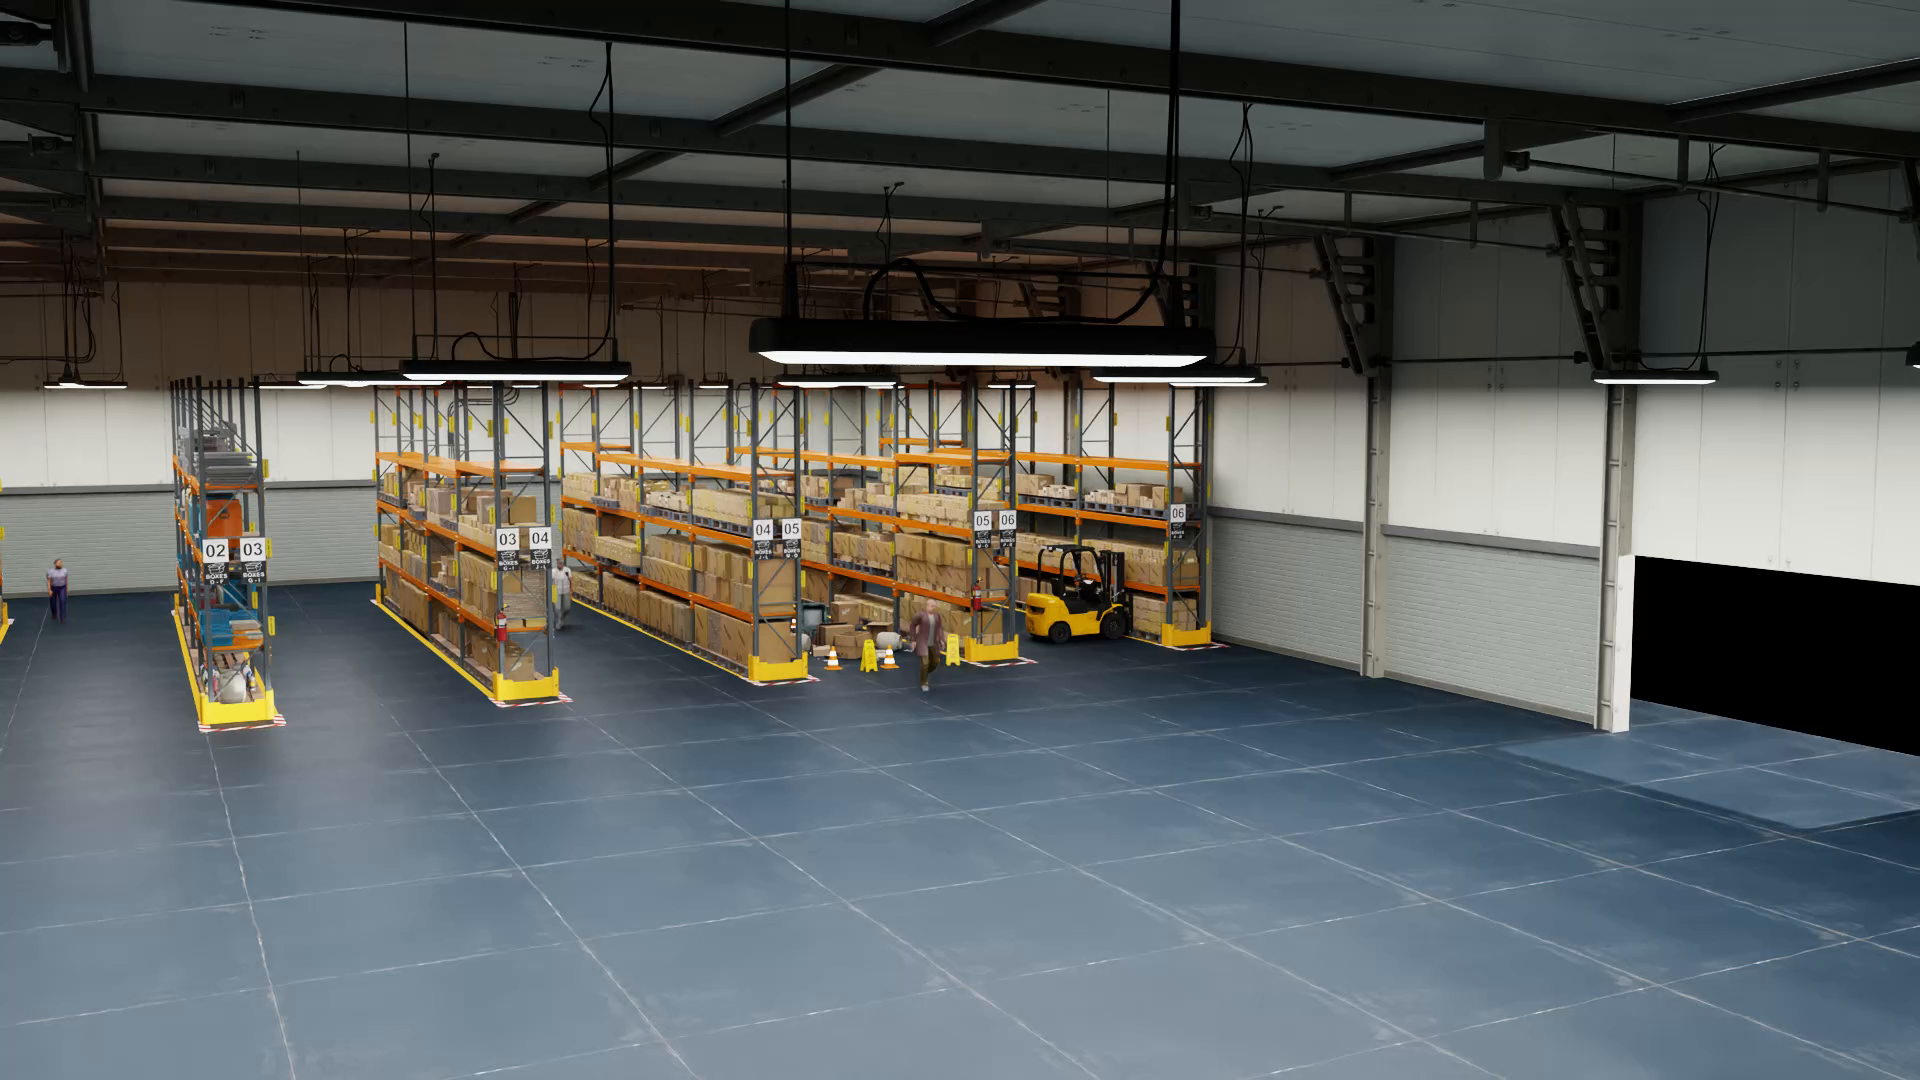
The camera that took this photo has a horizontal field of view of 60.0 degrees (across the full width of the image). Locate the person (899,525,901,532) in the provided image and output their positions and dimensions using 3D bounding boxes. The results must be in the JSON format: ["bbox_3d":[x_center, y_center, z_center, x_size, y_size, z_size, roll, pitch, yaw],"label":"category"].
[{"bbox_3d":[-1.788,0.376,47.221,0.581,1.719,0.487,-4,7,-39],"label":"person"}]

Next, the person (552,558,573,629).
[{"bbox_3d":[-9.735,1.271,40.423,0.636,1.739,0.624,-3,6,-29],"label":"person"}]

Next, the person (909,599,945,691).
[{"bbox_3d":[-0.690,2.002,32.108,0.646,1.765,0.716,-3,6,-34],"label":"person"}]

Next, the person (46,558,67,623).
[{"bbox_3d":[-22.412,1.241,41.274,0.446,1.587,1.043,-3,6,-27],"label":"person"}]
